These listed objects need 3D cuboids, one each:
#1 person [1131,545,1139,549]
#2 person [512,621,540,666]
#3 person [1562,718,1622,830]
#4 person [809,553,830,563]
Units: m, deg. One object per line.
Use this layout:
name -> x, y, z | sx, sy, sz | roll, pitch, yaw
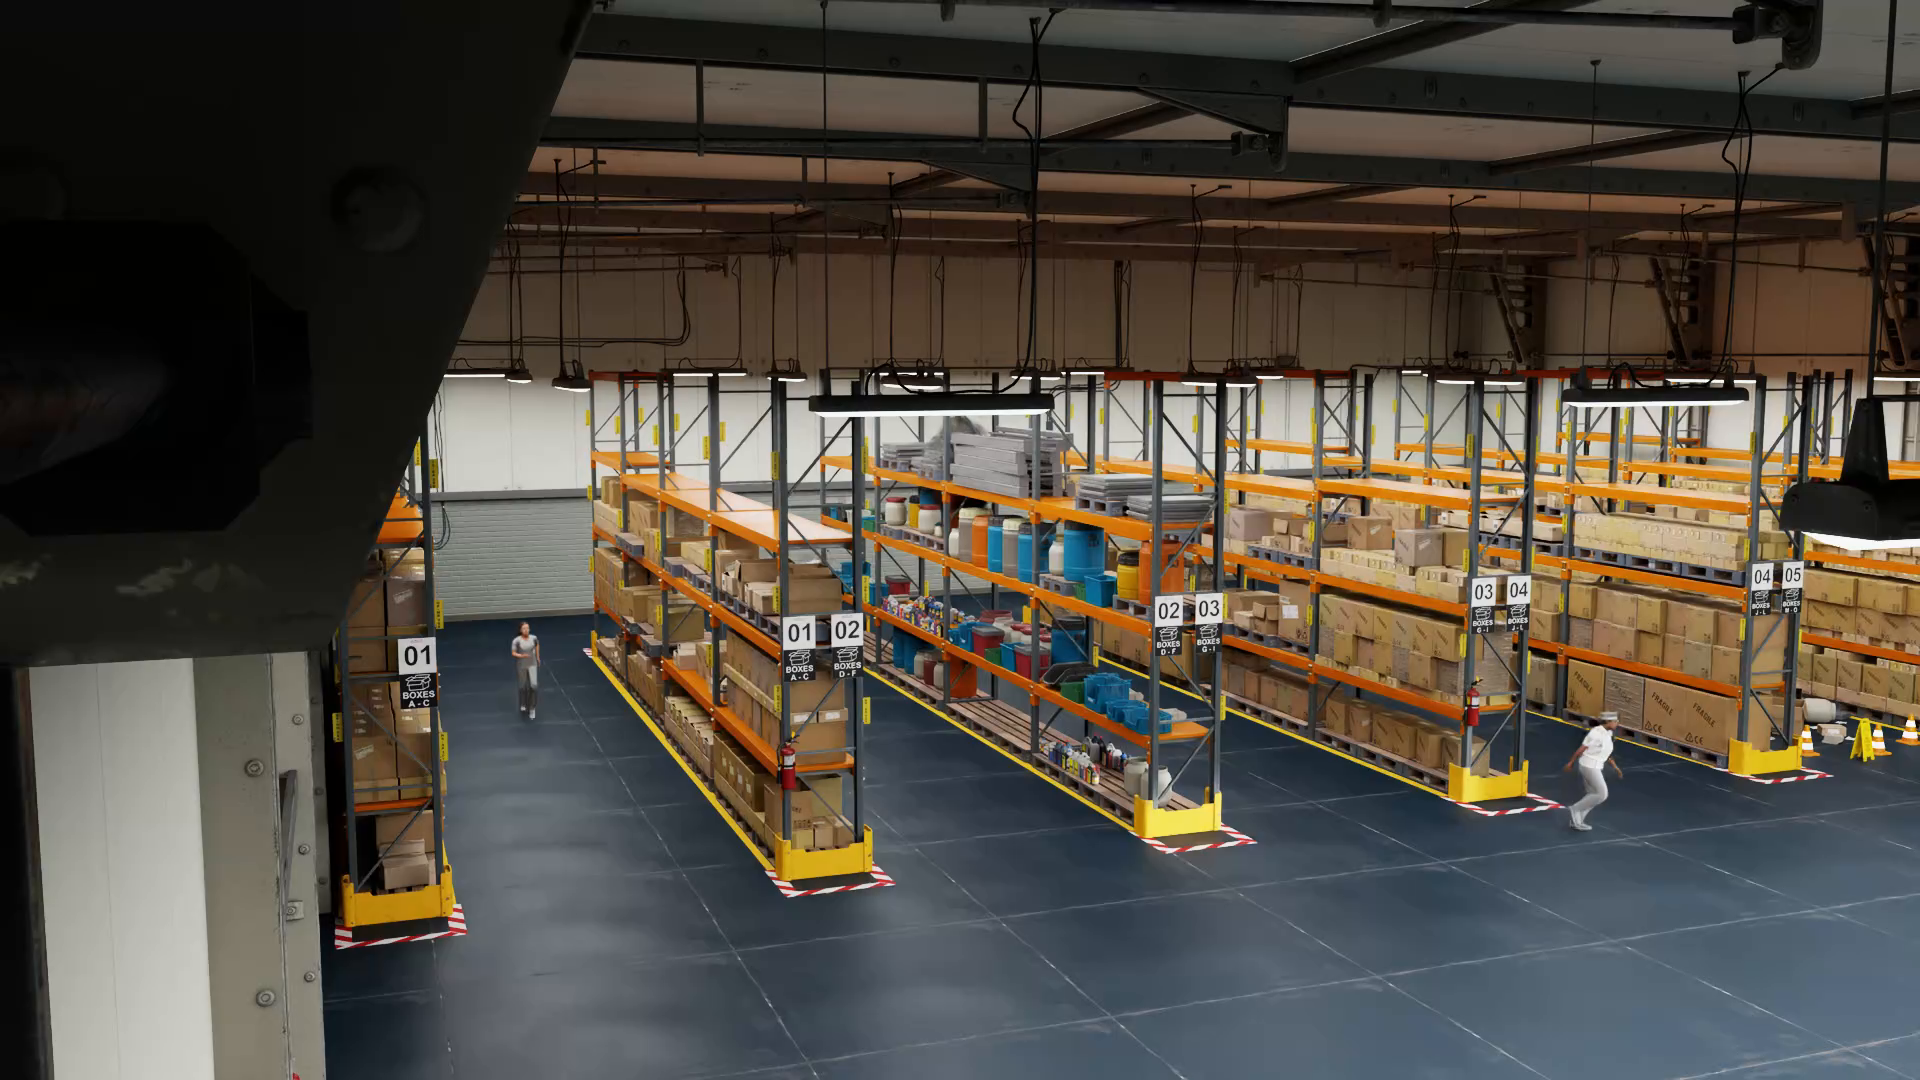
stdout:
person -> 4.163, 0.934, 41.128 | 0.553, 1.637, 0.534 | -1, 6, -6
person -> -7.552, 1.834, 28.950 | 0.508, 0.833, 0.658 | -3, 7, -22
person -> 8.450, 3.068, 22.203 | 0.699, 1.587, 0.603 | 4, 8, 34
person -> -3.529, 1.172, 38.973 | 1.067, 1.746, 0.760 | -1, 6, -9
